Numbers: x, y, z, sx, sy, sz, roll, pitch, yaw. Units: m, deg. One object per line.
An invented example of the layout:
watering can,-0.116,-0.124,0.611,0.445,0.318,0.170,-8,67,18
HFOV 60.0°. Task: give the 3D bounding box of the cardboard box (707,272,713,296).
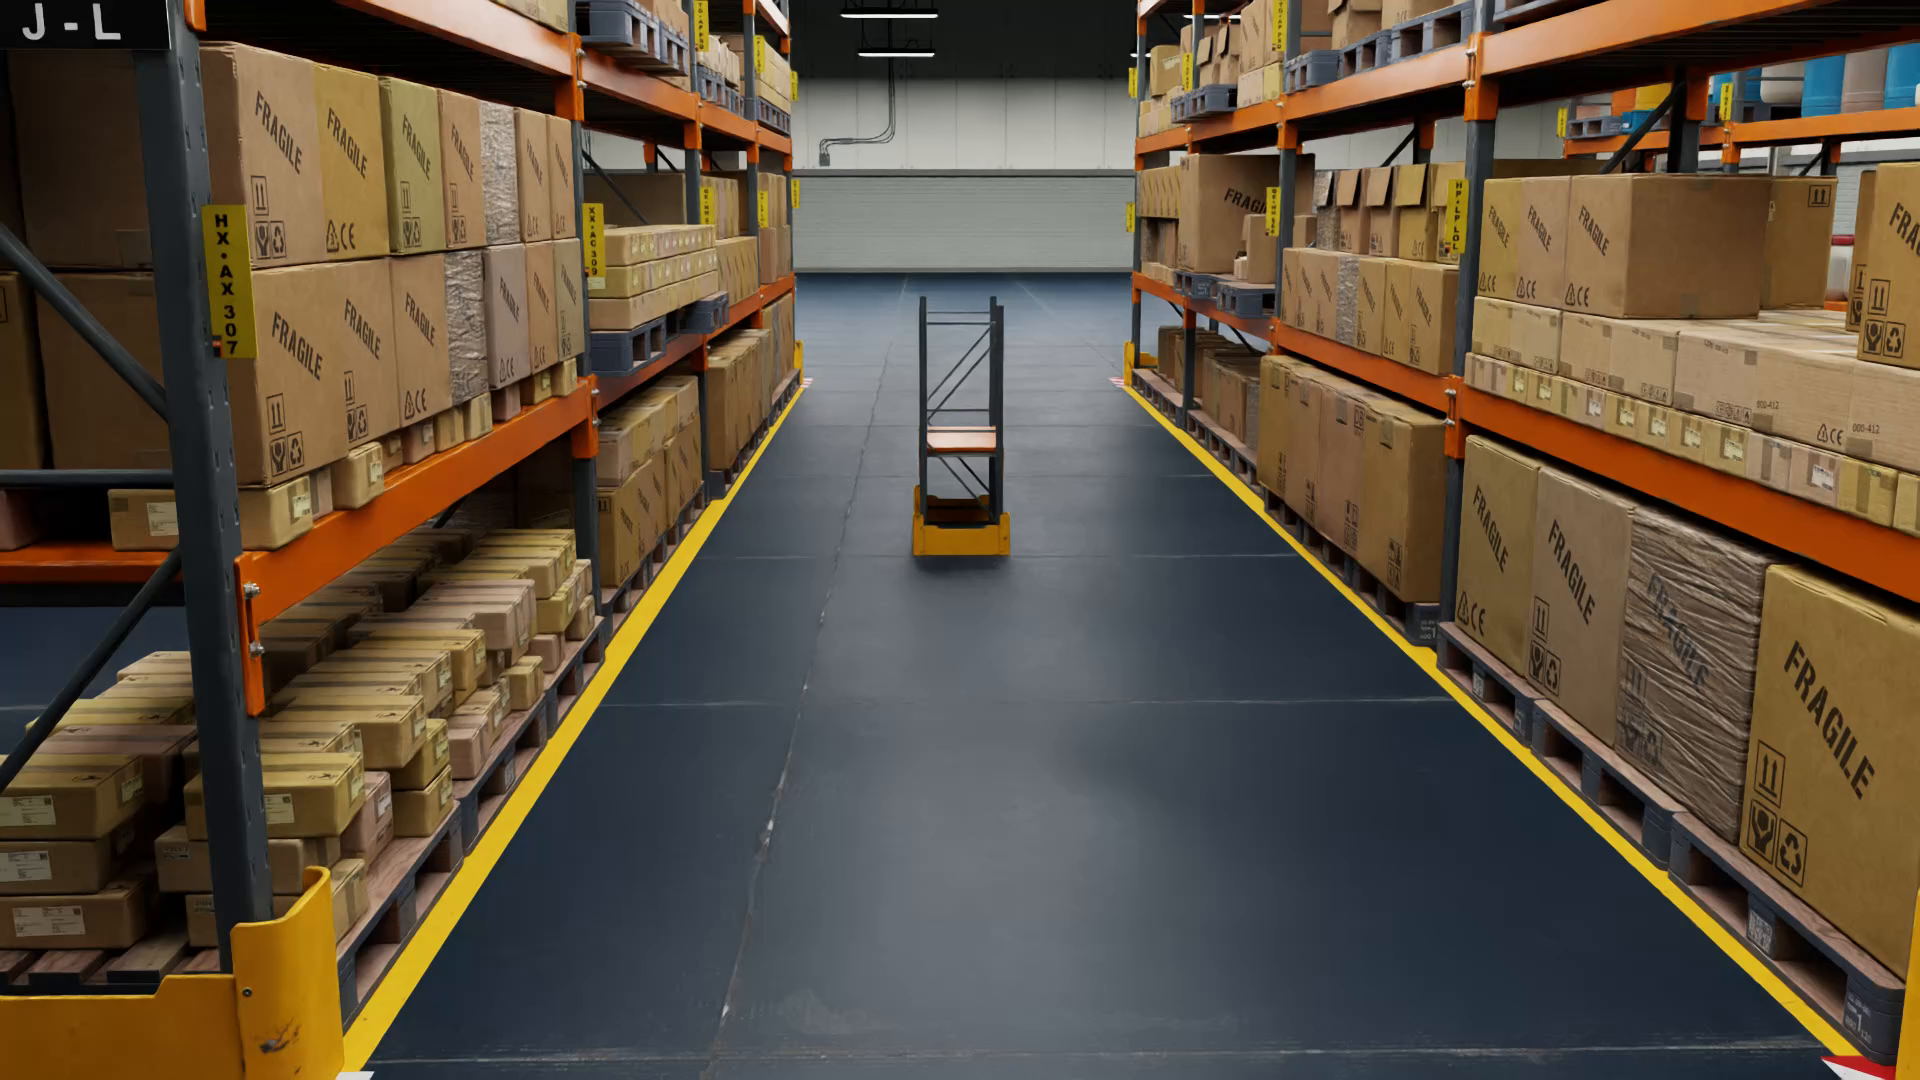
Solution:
cardboard box,-1.804,-1.655,10.746,0.380,0.149,0.250,0,11,-1

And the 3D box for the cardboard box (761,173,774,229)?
cardboard box,-2.335,-3.405,16.708,0.875,0.550,0.550,0,11,-1

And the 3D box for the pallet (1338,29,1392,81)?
pallet,2.776,-2.745,9.476,1.003,0.211,1.213,0,11,1

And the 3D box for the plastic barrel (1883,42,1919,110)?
plastic barrel,7.807,-3.889,13.377,0.600,0.901,0.708,0,11,-1

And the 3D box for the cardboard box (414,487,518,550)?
cardboard box,-2.462,-0.049,8.488,0.500,0.500,0.500,0,11,-2

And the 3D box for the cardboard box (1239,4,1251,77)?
cardboard box,2.407,-3.776,12.574,0.500,0.500,0.500,0,11,0

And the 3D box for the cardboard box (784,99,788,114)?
cardboard box,-2.087,-4.744,18.176,0.380,0.149,0.250,0,11,0

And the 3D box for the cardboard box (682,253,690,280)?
cardboard box,-1.783,-1.593,9.695,0.380,0.149,0.250,0,11,0

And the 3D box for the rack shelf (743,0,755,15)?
rack shelf,-2.319,-4.506,12.954,1.077,0.370,4.000,0,11,-1

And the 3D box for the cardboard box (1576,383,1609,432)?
cardboard box,2.467,-0.482,6.021,0.380,0.149,0.250,0,11,0

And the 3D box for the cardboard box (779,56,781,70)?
cardboard box,-2.071,-4.982,17.345,0.380,0.149,0.250,0,11,-2

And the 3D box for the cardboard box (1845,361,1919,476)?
cardboard box,2.574,-0.295,4.098,0.500,0.250,0.500,0,11,-2

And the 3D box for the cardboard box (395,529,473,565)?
cardboard box,-2.395,0.047,7.401,0.380,0.149,0.250,0,11,1

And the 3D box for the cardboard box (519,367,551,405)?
cardboard box,-1.895,-0.639,6.797,0.380,0.149,0.250,0,11,1

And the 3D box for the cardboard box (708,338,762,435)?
cardboard box,-2.241,-1.301,14.030,1.050,0.750,0.750,0,11,-1

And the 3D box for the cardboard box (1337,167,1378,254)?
cardboard box,2.693,-1.983,10.016,0.797,0.503,0.637,0,11,0

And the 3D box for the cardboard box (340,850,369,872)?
cardboard box,-1.890,0.907,4.658,0.380,0.149,0.250,0,11,-1

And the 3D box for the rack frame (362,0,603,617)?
rack frame,-2.195,-0.922,7.561,1.000,3.000,0.127,0,11,-1

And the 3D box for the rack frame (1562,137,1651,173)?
rack frame,7.470,-3.328,19.420,1.000,3.000,0.127,0,11,-1

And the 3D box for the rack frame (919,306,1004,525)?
rack frame,0.009,-0.651,9.995,0.500,1.500,0.032,0,11,-1

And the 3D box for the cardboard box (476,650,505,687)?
cardboard box,-1.912,0.446,6.184,0.380,0.149,0.250,-1,11,-4

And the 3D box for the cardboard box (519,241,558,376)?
cardboard box,-1.893,-0.919,6.544,0.500,0.500,0.500,-1,11,-3

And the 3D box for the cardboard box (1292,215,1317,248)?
cardboard box,2.632,-2.080,11.958,0.500,0.500,0.500,-2,12,-8

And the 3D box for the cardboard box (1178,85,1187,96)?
cardboard box,2.299,-4.271,15.898,0.380,0.149,0.250,-1,11,-4

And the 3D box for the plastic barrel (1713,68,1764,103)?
plastic barrel,7.639,-4.653,16.089,0.600,0.901,0.708,0,11,-1

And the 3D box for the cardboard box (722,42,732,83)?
cardboard box,-2.104,-3.846,13.345,0.500,0.311,0.500,-1,11,-3

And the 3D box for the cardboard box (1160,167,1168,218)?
cardboard box,2.295,-3.485,16.677,0.500,0.500,0.500,0,11,-1

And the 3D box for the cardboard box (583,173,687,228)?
cardboard box,-2.277,-2.346,11.811,0.700,0.500,0.500,0,11,-1

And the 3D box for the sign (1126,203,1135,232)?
sign,1.976,-3.730,19.223,0.100,0.325,0.005,0,11,-1

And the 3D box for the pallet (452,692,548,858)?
pallet,-2.117,0.821,5.982,1.003,0.211,1.213,0,11,-1

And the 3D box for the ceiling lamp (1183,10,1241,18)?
ceiling lamp,5.605,-12.368,34.209,2.000,3.185,0.800,0,11,-1

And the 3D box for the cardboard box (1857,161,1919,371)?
cardboard box,2.576,-0.663,4.026,0.500,0.500,0.500,0,11,0

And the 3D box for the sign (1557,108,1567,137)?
sign,6.920,-4.801,19.114,0.100,0.325,0.005,0,11,-1

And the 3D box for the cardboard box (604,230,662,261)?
cardboard box,-1.760,-1.533,8.649,0.380,0.149,0.250,0,11,-2

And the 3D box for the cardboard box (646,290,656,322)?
cardboard box,-1.756,-1.190,8.456,0.380,0.149,0.250,0,11,-1

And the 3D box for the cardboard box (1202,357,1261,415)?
cardboard box,2.592,-1.381,15.003,0.700,0.500,0.500,-1,12,-6

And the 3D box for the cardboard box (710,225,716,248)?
cardboard box,-1.809,-1.996,10.933,0.380,0.149,0.250,-1,11,-3

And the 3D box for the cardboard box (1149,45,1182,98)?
cardboard box,2.279,-4.922,17.472,0.500,0.500,0.500,0,11,-1

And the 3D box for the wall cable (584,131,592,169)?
wall cable,-12.598,-11.077,50.335,3.097,2.526,0.112,0,11,-1

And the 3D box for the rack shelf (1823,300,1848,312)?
rack shelf,7.594,-1.783,13.613,1.077,0.370,4.000,0,11,-1

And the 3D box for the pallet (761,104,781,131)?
pallet,-2.389,-4.344,17.104,1.003,0.211,1.213,0,11,-1

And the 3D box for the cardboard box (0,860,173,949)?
cardboard box,-2.331,0.960,4.395,0.380,0.149,0.250,0,11,0

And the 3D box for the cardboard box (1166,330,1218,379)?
cardboard box,2.561,-2.046,18.330,0.500,0.500,0.500,3,12,14

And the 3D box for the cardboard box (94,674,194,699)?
cardboard box,-2.398,0.516,5.091,0.380,0.149,0.250,-1,11,-3

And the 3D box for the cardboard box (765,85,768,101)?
cardboard box,-2.039,-4.289,15.936,0.380,0.149,0.250,0,11,-1

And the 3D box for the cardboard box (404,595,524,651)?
cardboard box,-1.827,0.306,6.123,0.380,0.149,0.250,-1,11,-3

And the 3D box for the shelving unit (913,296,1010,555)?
shelving unit,-0.002,-0.750,10.485,0.587,1.500,1.083,0,11,-1

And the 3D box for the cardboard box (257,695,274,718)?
cardboard box,-2.444,0.609,5.381,0.380,0.149,0.250,0,11,0

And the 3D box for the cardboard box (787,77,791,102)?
cardboard box,-2.153,-5.009,18.480,0.500,0.250,0.500,0,11,0

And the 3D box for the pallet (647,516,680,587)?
pallet,-2.240,0.046,9.799,1.003,0.211,1.213,0,11,-1

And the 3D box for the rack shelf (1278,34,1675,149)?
rack shelf,2.725,-2.438,9.295,1.077,0.370,4.000,0,11,-1

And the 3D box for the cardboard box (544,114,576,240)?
cardboard box,-1.915,-1.515,6.967,0.500,0.500,0.500,-1,11,-3

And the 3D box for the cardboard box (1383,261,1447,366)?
cardboard box,2.480,-1.162,8.490,0.500,0.500,0.500,0,11,1

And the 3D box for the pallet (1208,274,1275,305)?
pallet,2.602,-2.017,13.439,1.003,0.211,1.213,0,11,-1
